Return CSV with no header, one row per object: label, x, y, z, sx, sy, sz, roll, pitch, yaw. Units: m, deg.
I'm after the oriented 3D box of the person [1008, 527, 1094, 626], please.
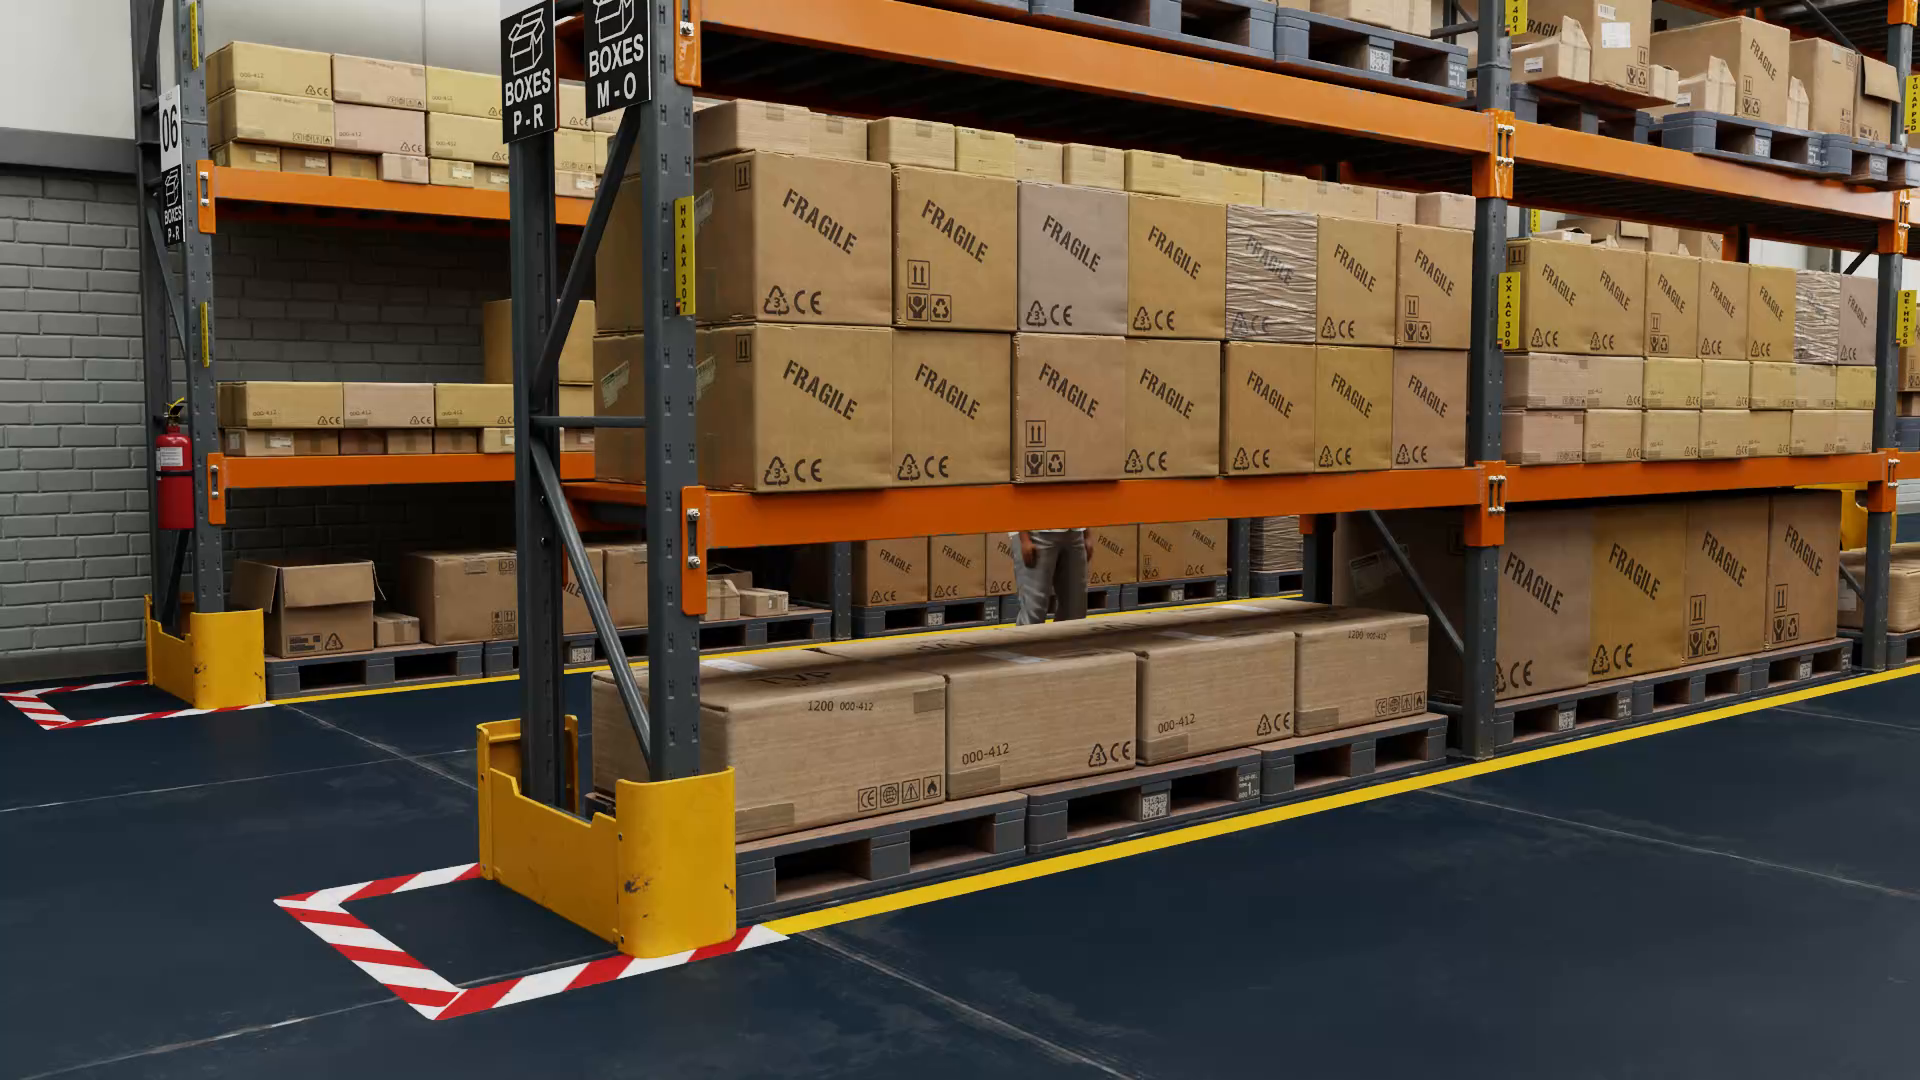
person,0.511,0.011,9.061,0.557,1.667,0.468,-4,6,-41
